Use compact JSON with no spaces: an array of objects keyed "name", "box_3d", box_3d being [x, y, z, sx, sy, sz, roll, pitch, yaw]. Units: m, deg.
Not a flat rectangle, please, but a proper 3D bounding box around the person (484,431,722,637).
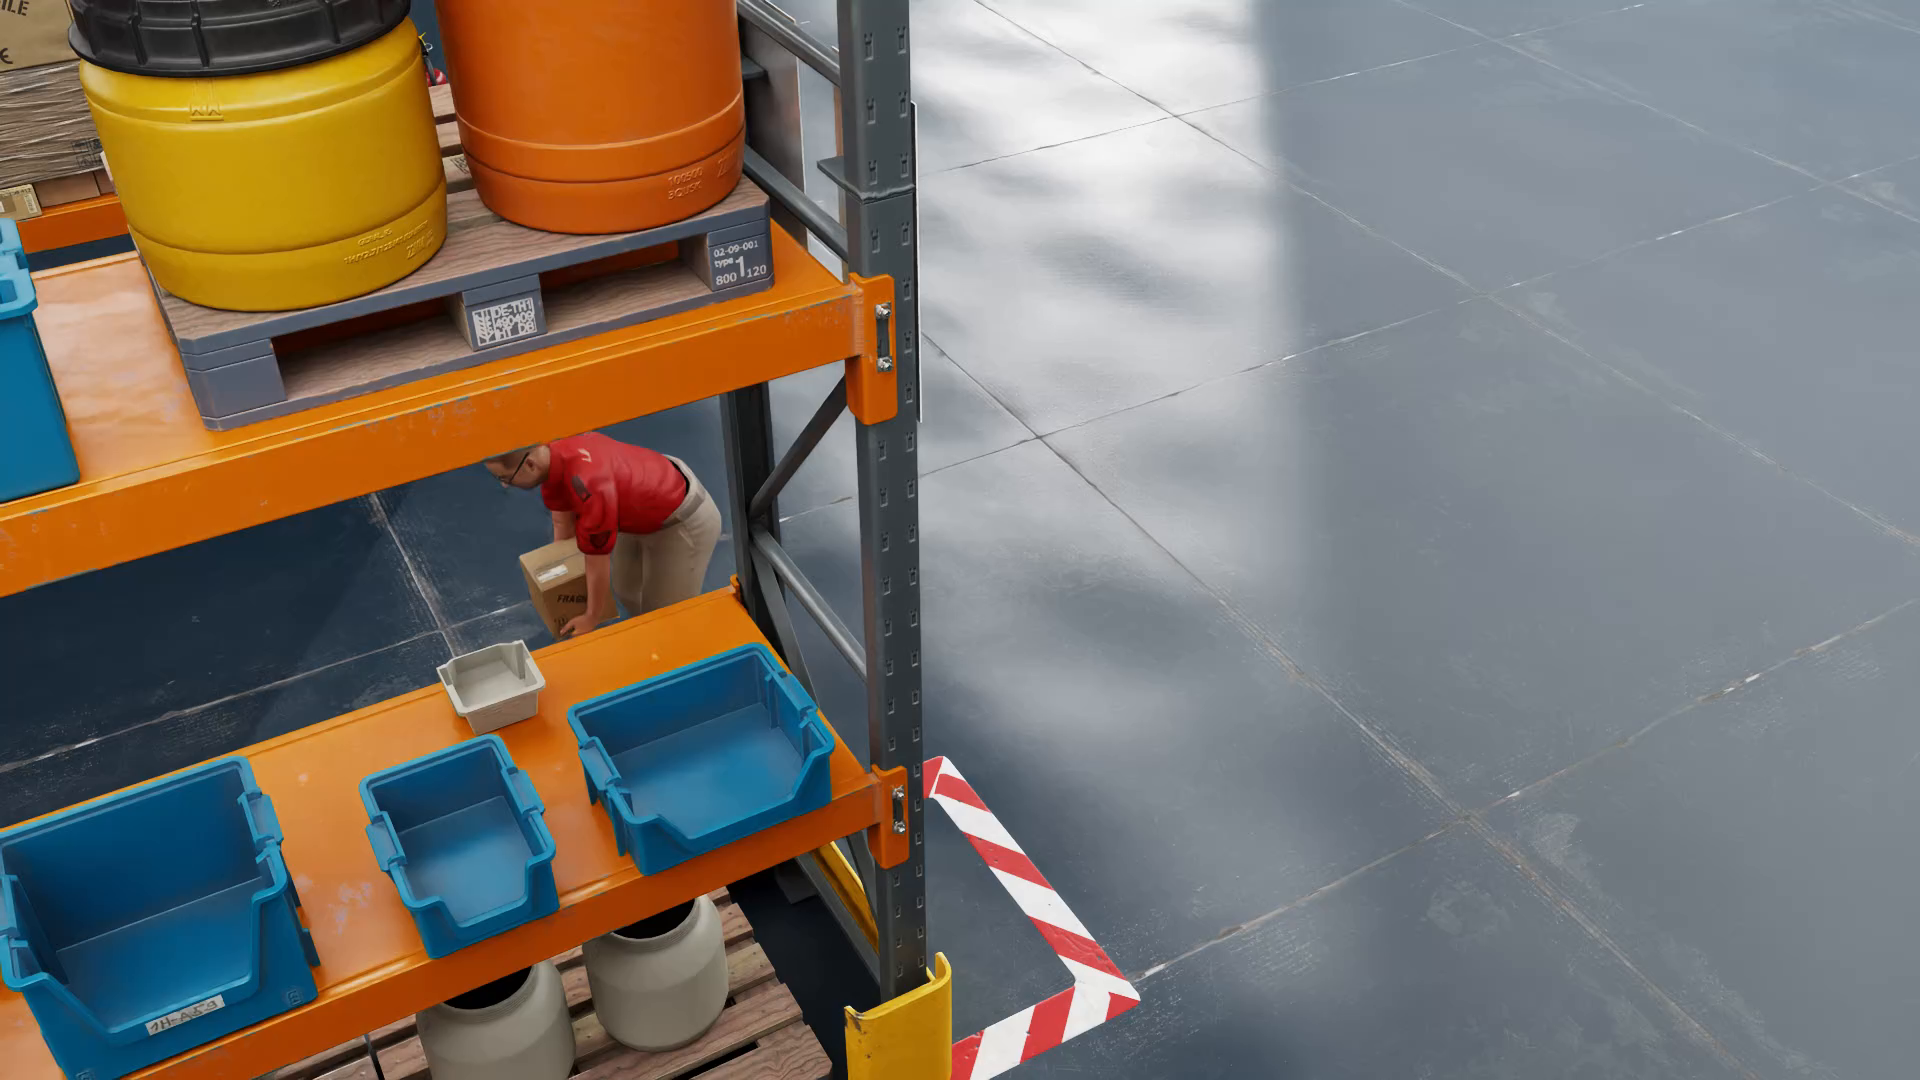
[{"name":"person","box_3d":[-1.299,0.092,6.274,0.816,1.455,0.486,-20,41,-25]}]
